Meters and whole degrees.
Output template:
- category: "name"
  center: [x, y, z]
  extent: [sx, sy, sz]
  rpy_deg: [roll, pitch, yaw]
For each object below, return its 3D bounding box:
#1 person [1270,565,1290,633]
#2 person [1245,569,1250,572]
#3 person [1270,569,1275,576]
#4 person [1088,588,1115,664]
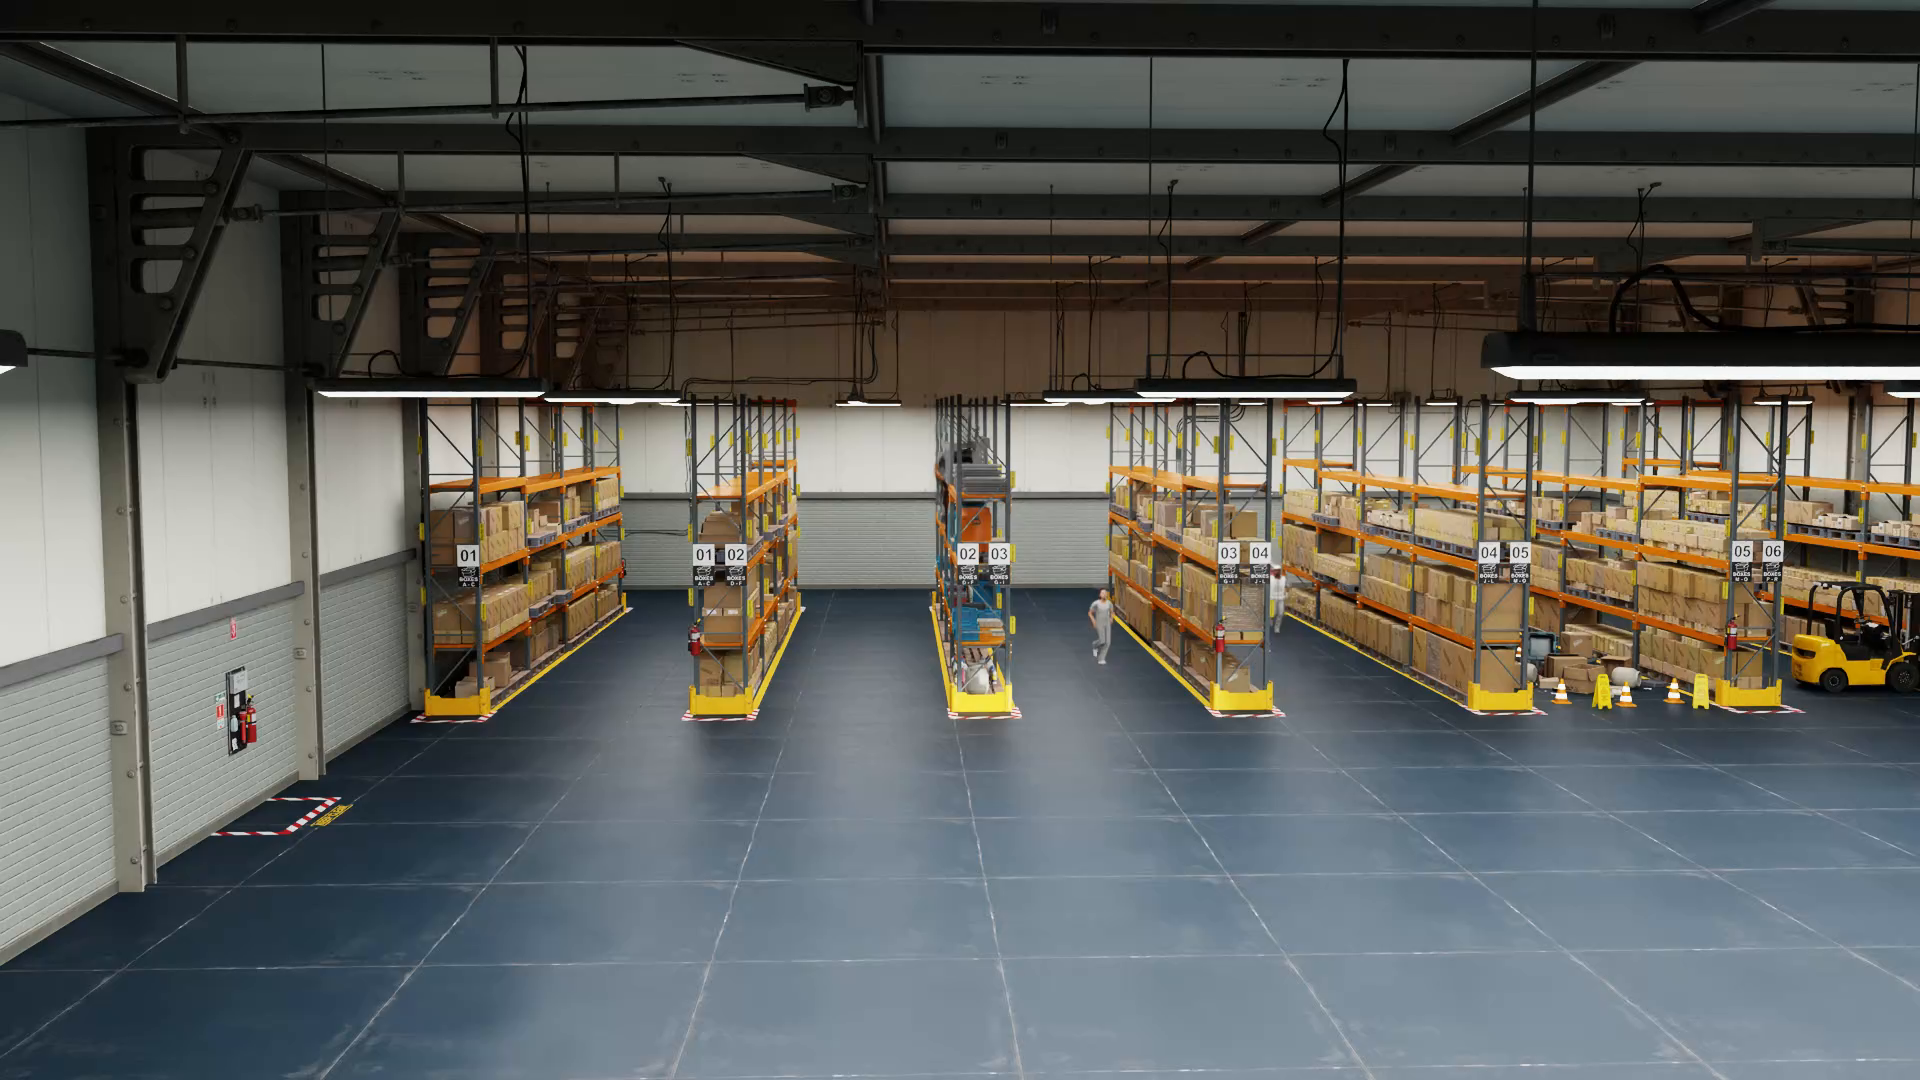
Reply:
- category: "person"
  center: [8.137, 1.508, 42.651]
  extent: [0.700, 1.728, 0.591]
  rpy_deg: [0, 4, -1]
- category: "person"
  center: [8.430, 1.047, 48.719]
  extent: [0.820, 1.684, 0.750]
  rpy_deg: [-3, 5, -35]
- category: "person"
  center: [8.136, 1.425, 44.040]
  extent: [0.636, 1.779, 0.826]
  rpy_deg: [0, 5, 3]
- category: "person"
  center: [3.037, 1.832, 35.412]
  extent: [0.564, 1.628, 0.569]
  rpy_deg: [-1, 5, -17]
